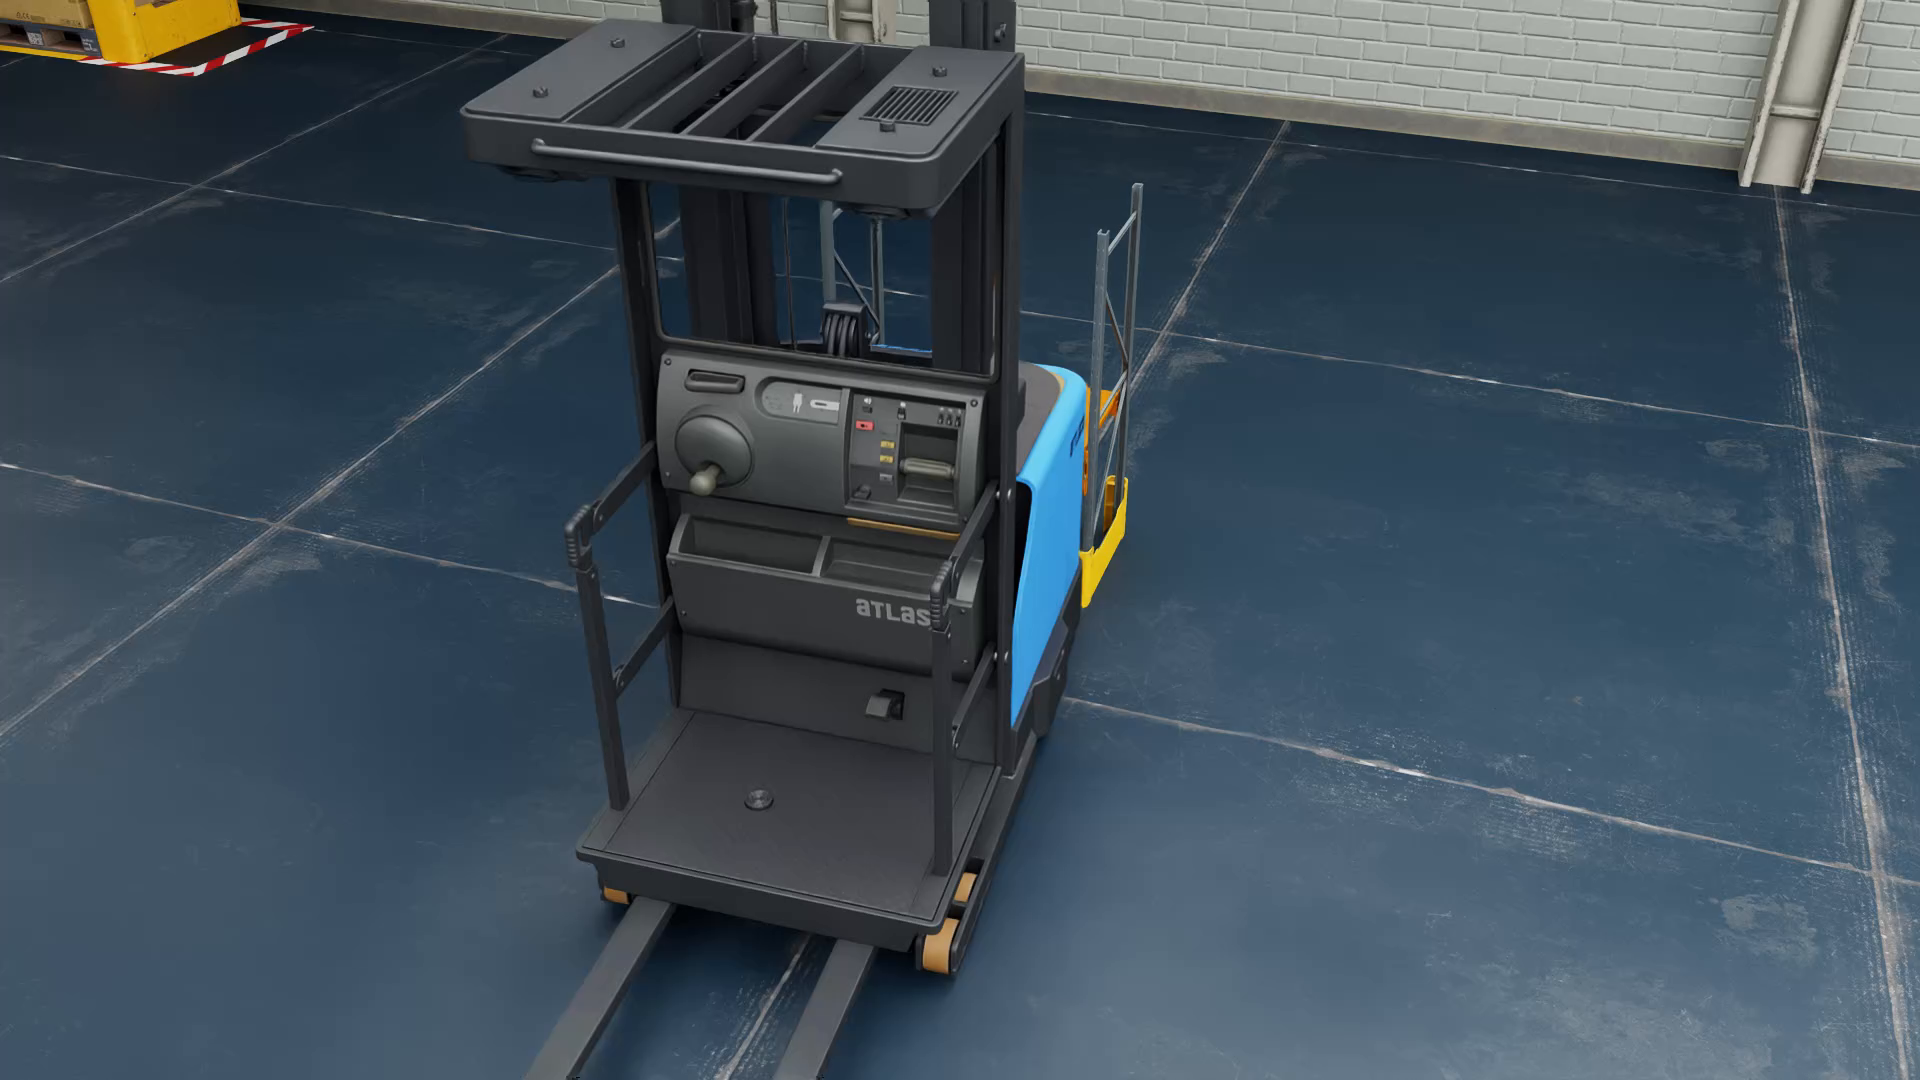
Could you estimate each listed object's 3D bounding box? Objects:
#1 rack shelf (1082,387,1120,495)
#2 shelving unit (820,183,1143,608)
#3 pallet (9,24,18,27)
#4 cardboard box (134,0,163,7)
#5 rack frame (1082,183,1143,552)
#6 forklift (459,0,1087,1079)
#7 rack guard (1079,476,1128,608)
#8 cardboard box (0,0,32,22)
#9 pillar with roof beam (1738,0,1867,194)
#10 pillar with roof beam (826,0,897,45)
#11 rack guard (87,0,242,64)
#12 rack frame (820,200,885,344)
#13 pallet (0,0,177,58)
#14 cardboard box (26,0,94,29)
[{"bbox_3d":[0.080,-0.463,6.417,1.000,0.185,0.538,11,34,16],"label":"rack shelf"},{"bbox_3d":[0.072,-0.616,6.322,1.083,1.500,0.587,11,34,16],"label":"shelving unit"},{"bbox_3d":[-7.862,-4.229,13.105,1.213,0.211,1.003,11,34,16],"label":"pallet"},{"bbox_3d":[-6.380,-4.268,12.743,0.500,0.250,0.500,11,34,17],"label":"cardboard box"},{"bbox_3d":[0.559,-0.521,6.175,0.032,1.500,0.500,11,34,16],"label":"rack frame"},{"bbox_3d":[-0.450,-0.217,4.384,1.130,2.935,3.031,9,34,13],"label":"forklift"},{"bbox_3d":[0.541,0.000,6.519,0.087,0.250,0.587,11,34,16],"label":"rack guard"},{"bbox_3d":[-6.997,-4.099,12.481,0.500,0.250,0.500,11,34,16],"label":"cardboard box"},{"bbox_3d":[3.509,-3.771,4.295,0.400,9.000,9.100,11,34,16],"label":"pillar with roof beam"},{"bbox_3d":[-2.139,-4.869,5.995,0.400,9.000,9.100,11,34,16],"label":"pillar with roof beam"},{"bbox_3d":[-5.961,-4.003,12.489,0.348,0.500,1.175,11,34,16],"label":"rack guard"},{"bbox_3d":[-0.398,-0.707,6.463,0.032,1.500,0.500,11,34,16],"label":"rack frame"},{"bbox_3d":[-6.717,-4.004,12.757,1.213,0.211,1.003,11,34,16],"label":"pallet"},{"bbox_3d":[-6.532,-4.003,12.333,0.500,0.250,0.500,11,35,17],"label":"cardboard box"}]
